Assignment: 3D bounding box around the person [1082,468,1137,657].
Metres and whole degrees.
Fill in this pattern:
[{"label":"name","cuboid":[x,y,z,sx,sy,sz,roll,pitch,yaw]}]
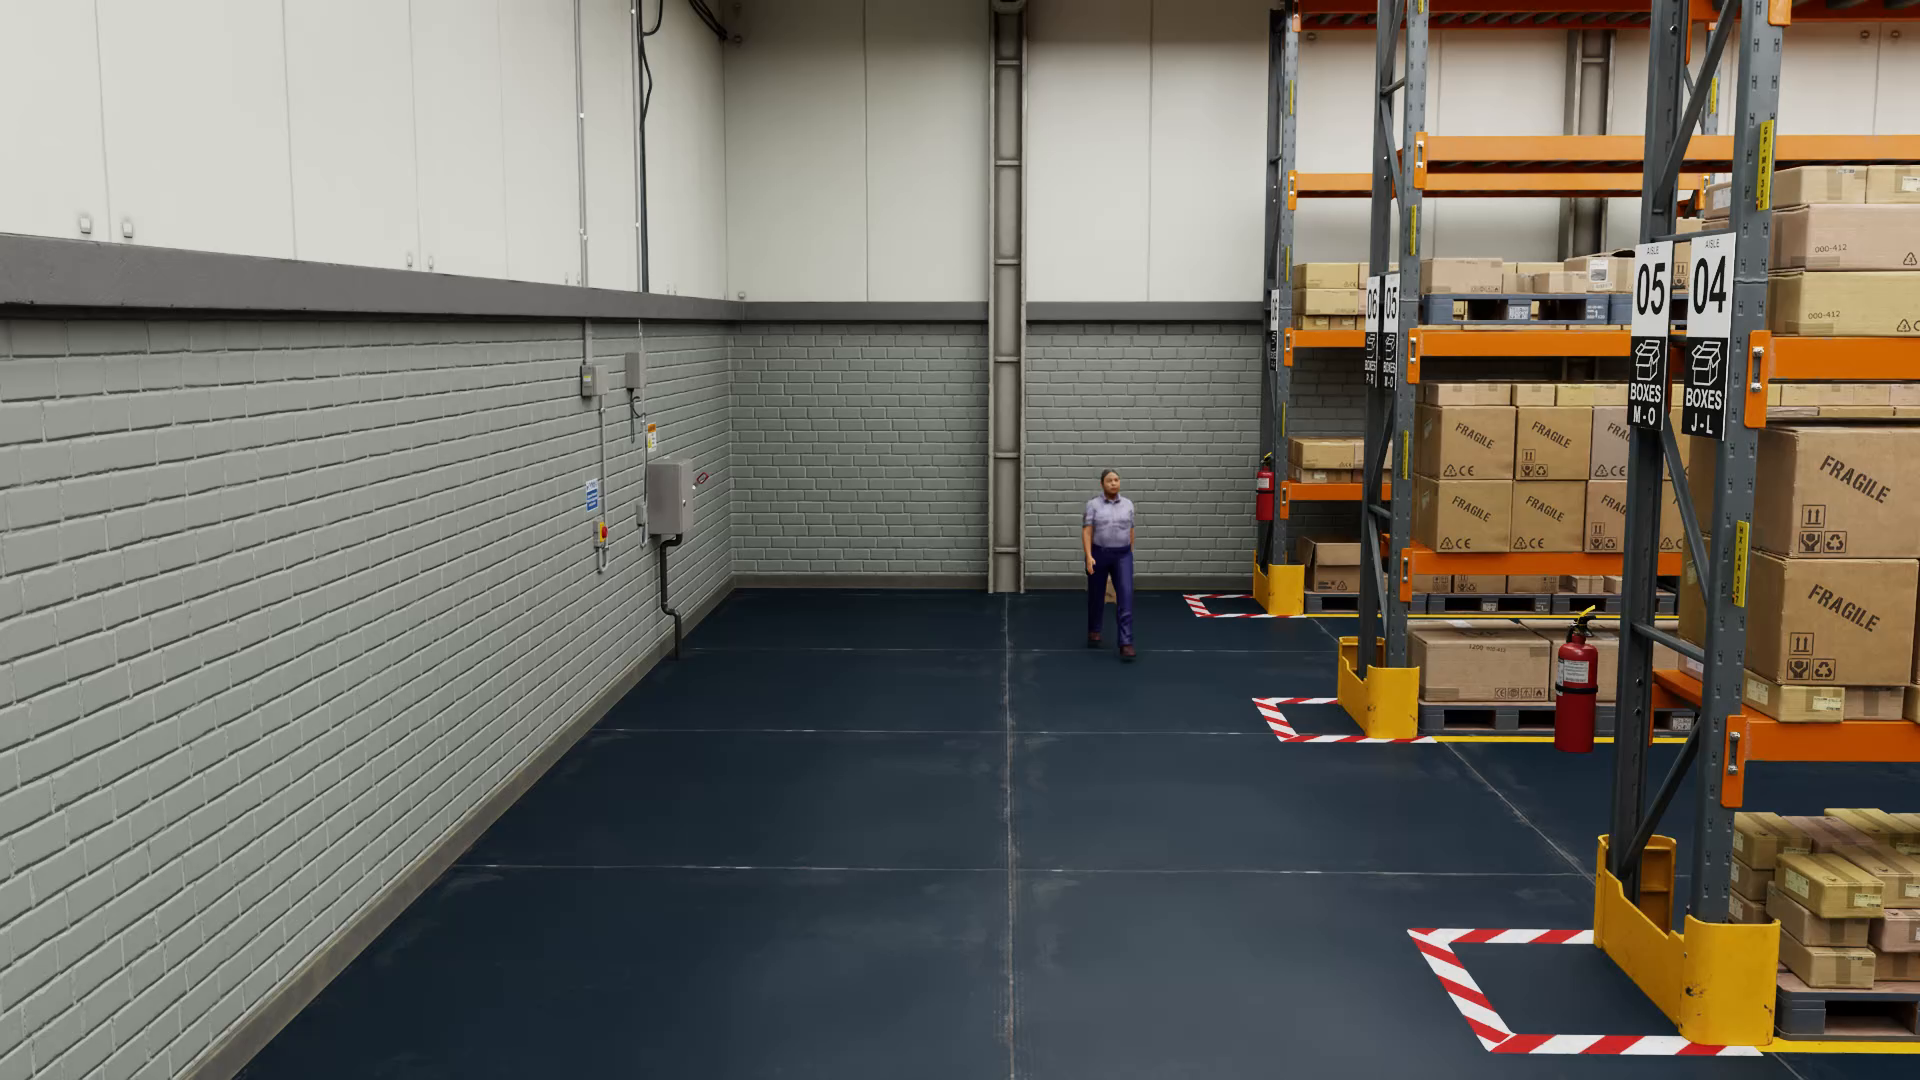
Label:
[{"label":"person","cuboid":[1.295,0.178,14.437,0.478,1.588,0.996,0,7,-2]}]
